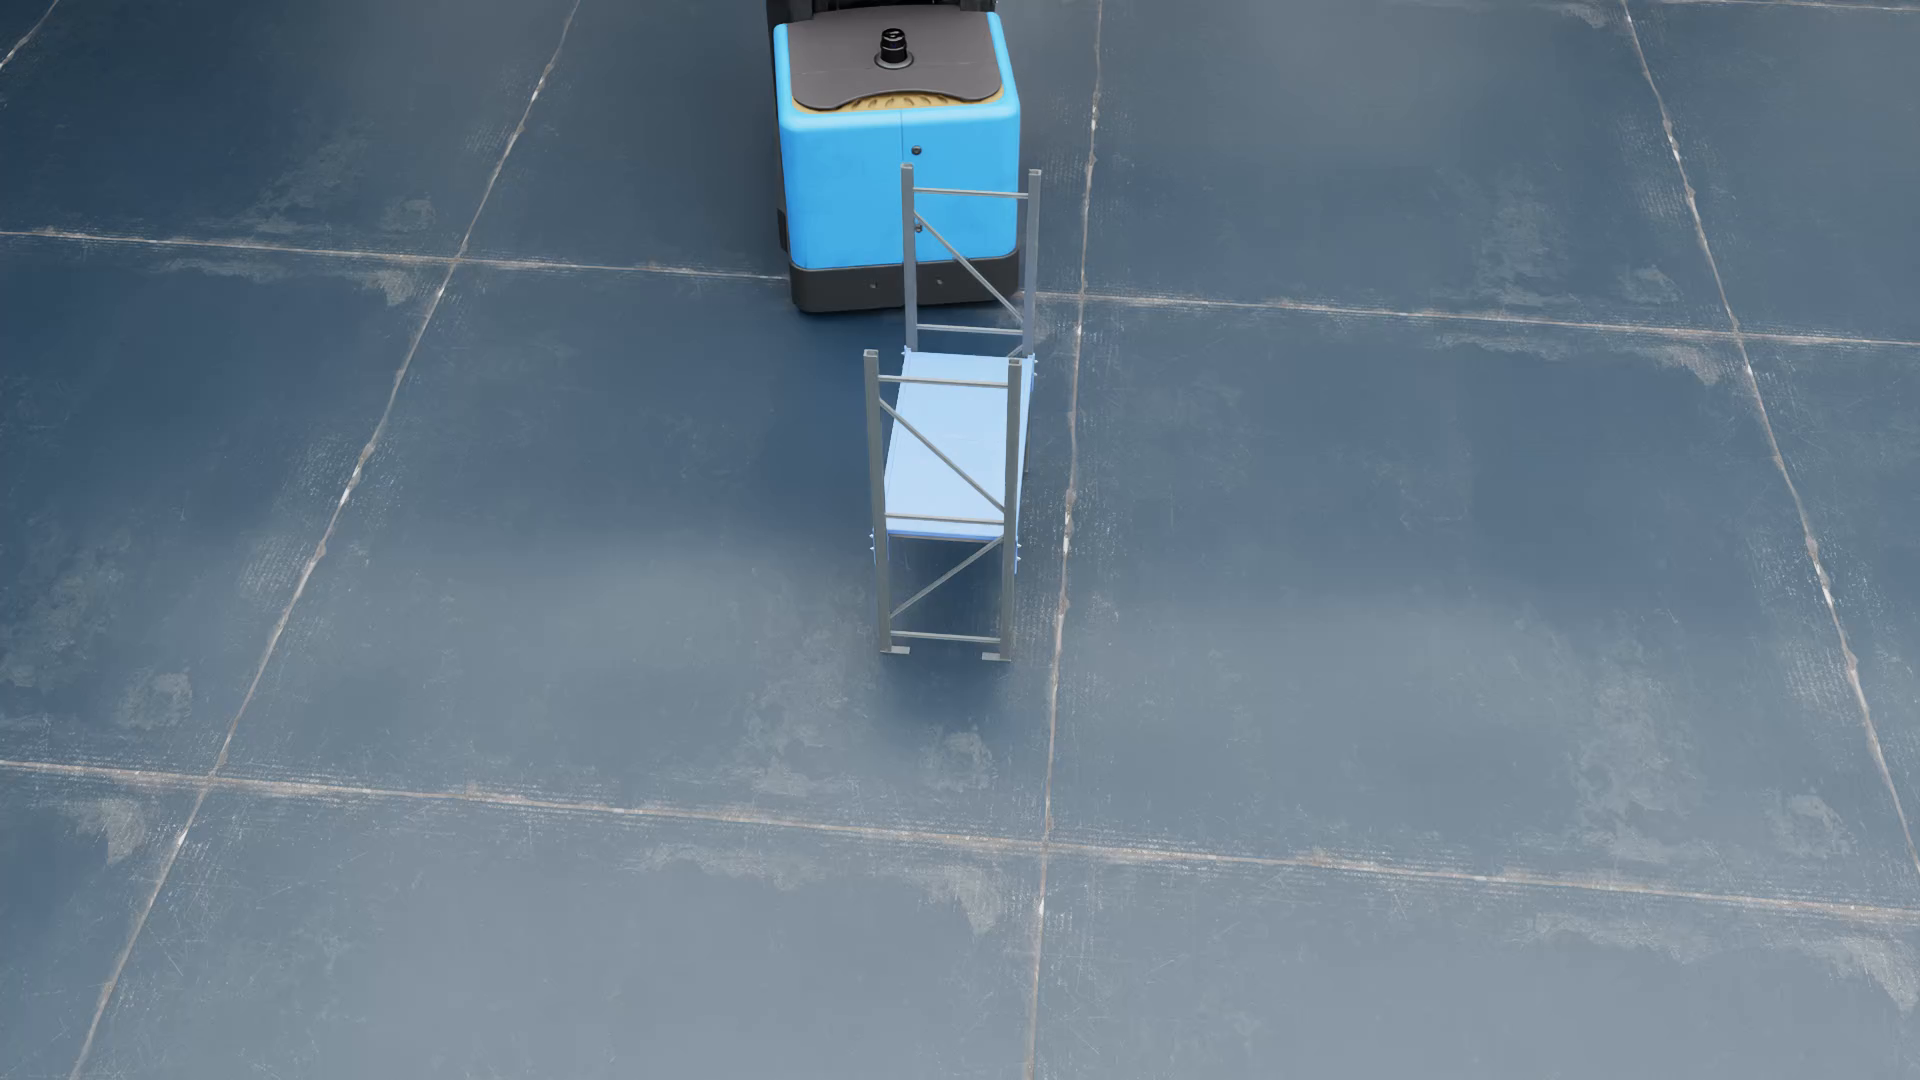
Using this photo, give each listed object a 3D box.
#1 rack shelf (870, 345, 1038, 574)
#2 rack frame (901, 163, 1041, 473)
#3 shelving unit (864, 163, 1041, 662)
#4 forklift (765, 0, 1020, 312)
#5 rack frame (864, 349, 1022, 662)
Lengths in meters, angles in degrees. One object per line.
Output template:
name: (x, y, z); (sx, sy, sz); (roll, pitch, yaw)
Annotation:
rack shelf: (-0.008, -0.322, 6.272); (0.538, 0.185, 1.000); (4, 48, 4)
rack frame: (0.039, -0.817, 6.481); (0.500, 1.500, 0.032); (4, 48, 4)
shelving unit: (-0.008, -0.443, 6.139); (0.538, 1.500, 1.048); (4, 48, 4)
forklift: (-0.403, -3.125, 7.622); (1.130, 2.935, 3.031); (-5, 48, -4)
rack frame: (-0.054, -0.070, 5.798); (0.500, 1.500, 0.032); (4, 48, 4)
